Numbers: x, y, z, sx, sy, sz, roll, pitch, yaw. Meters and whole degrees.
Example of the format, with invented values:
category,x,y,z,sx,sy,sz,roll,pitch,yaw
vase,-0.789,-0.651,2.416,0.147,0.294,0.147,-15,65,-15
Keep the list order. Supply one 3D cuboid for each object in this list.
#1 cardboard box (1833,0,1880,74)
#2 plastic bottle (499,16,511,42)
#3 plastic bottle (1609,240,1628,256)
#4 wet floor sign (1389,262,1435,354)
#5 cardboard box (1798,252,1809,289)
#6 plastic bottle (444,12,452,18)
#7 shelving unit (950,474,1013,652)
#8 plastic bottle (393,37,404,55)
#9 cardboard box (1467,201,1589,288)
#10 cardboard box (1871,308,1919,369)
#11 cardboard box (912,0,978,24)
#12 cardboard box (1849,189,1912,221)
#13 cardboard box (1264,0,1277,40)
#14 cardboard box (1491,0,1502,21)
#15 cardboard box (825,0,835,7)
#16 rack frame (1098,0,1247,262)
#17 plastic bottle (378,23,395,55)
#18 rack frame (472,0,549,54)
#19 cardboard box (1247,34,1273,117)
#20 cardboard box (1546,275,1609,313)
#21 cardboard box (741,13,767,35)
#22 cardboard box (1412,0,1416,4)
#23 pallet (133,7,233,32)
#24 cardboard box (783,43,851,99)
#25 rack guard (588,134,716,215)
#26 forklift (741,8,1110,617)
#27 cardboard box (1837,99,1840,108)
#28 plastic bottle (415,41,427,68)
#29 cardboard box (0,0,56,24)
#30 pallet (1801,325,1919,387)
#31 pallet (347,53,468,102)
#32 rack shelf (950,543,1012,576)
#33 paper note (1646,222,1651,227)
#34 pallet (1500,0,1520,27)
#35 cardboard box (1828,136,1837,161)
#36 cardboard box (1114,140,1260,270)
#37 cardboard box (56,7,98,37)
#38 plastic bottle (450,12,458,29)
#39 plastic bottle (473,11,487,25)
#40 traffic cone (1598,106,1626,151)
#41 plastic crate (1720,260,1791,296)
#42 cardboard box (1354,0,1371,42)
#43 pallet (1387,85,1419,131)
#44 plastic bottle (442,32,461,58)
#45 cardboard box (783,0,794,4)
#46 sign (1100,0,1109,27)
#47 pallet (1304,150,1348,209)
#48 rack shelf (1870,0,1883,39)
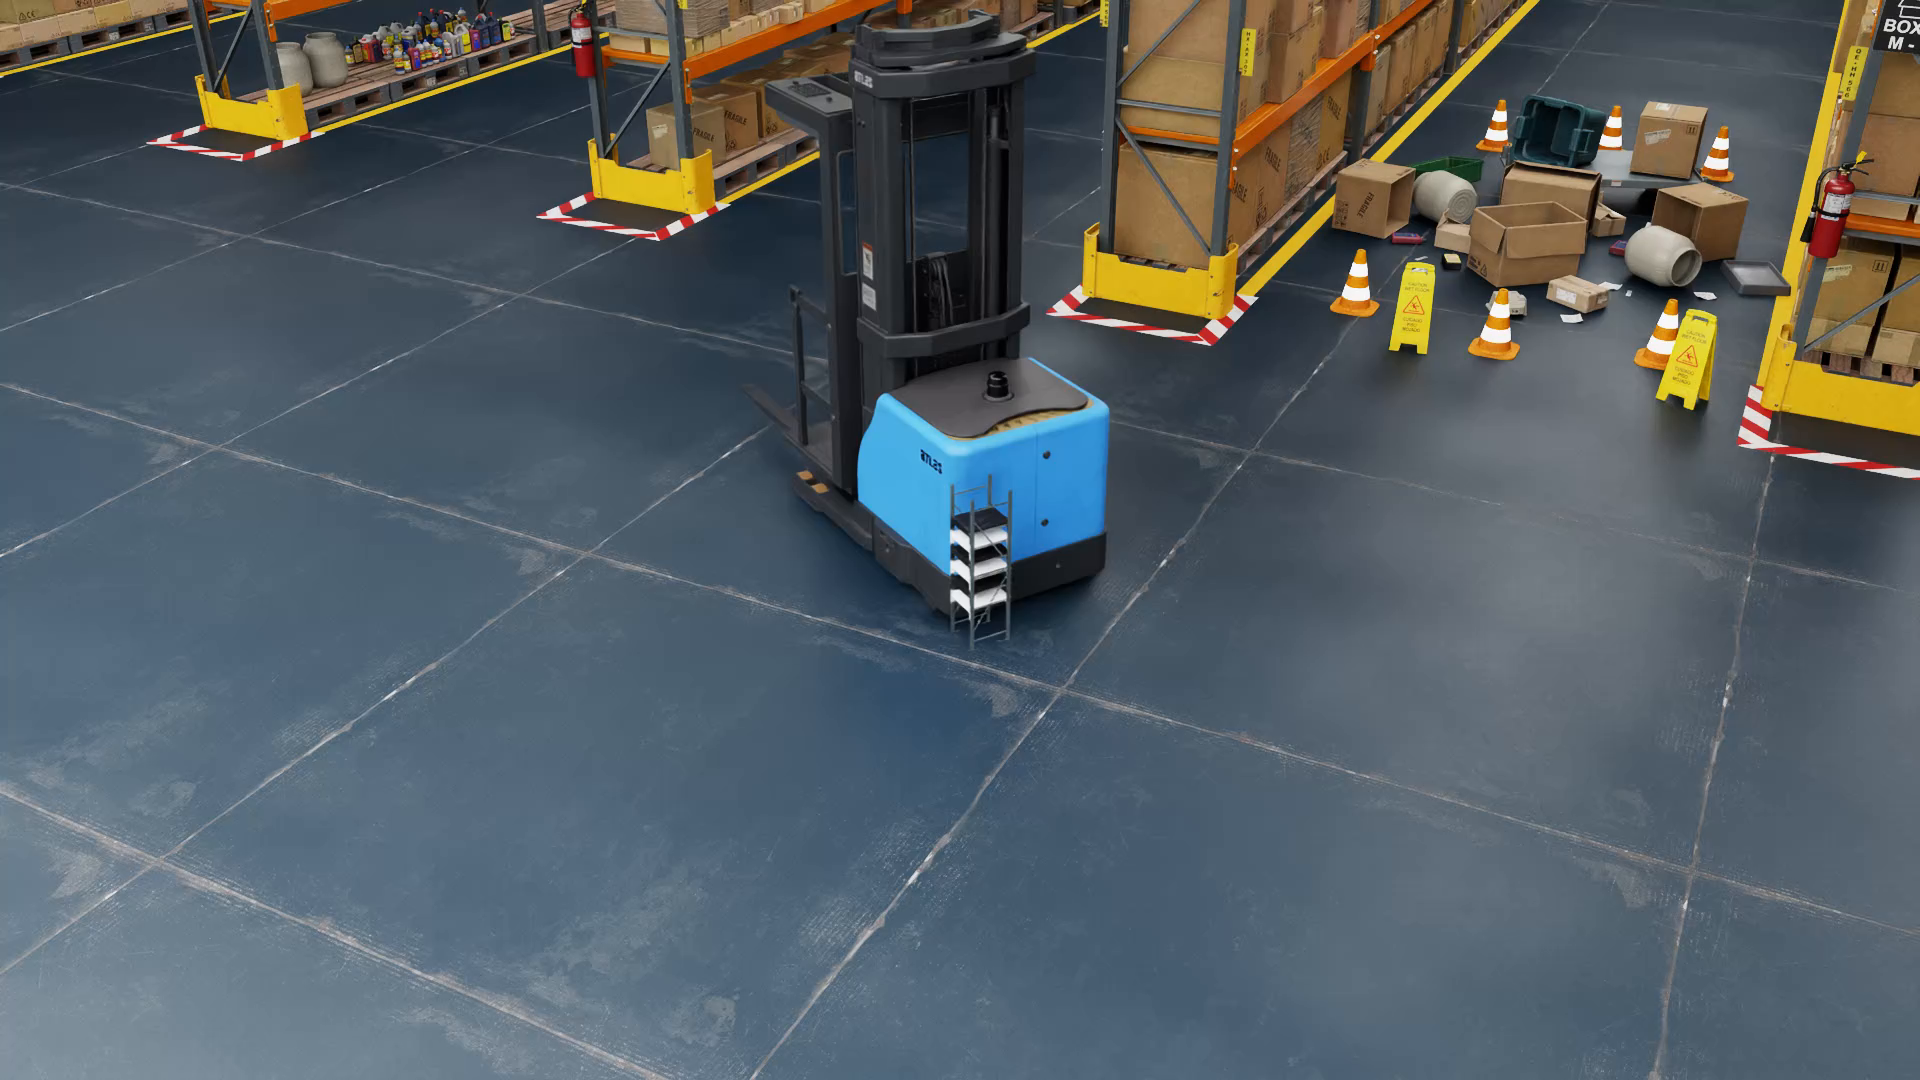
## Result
category,x,y,z,sx,sy,sz,roll,pitch,yaw
cardboard box,6.422,-3.464,11.368,0.700,0.500,0.500,14,33,23
plastic bottle,-5.329,-5.980,19.437,0.061,0.283,0.133,16,34,26
plastic bottle,5.570,-2.463,13.977,0.133,0.061,0.283,21,36,32
wet floor sign,3.302,-1.706,12.072,0.267,0.644,0.232,9,31,15
cardboard box,6.373,-2.072,11.932,0.500,0.500,0.500,16,33,25
plastic bottle,-6.062,-6.074,19.608,0.152,0.276,0.135,16,33,25
shelving unit,0.107,0.125,8.629,0.258,0.900,0.210,-16,33,-25
plastic bottle,-6.378,-5.606,18.869,0.097,0.201,0.097,0,30,0
cardboard box,4.552,-2.381,13.391,0.797,0.503,0.637,-7,31,-11
cardboard box,6.619,-1.395,11.507,0.500,0.250,0.500,14,33,23
cardboard box,-0.207,-5.961,19.187,0.700,0.500,0.500,11,32,19
cardboard box,5.985,-2.216,10.849,0.380,0.149,0.250,15,33,25
cardboard box,1.925,-4.142,12.716,0.875,0.550,0.550,14,33,23
cardboard box,6.435,-6.767,20.611,0.500,0.500,0.500,14,33,22
cardboard box,-1.444,-5.318,16.251,0.380,0.149,0.250,14,33,23
rack frame,1.553,-3.189,12.290,1.000,3.000,0.127,14,33,23
plastic bottle,-6.505,-5.679,18.846,0.144,0.351,0.185,16,33,25
rack frame,-5.404,-7.255,19.372,1.000,3.000,0.127,14,33,23
cardboard box,1.912,-3.677,12.991,0.875,0.550,0.550,14,33,23
cardboard box,4.804,-1.913,12.932,0.250,0.149,0.380,-18,34,-28
cardboard box,-2.001,-4.761,15.280,0.380,0.149,0.250,14,33,23
cardboard box,4.313,-5.622,16.428,0.500,0.500,0.500,14,33,23
pallet,-10.211,-6.829,21.429,1.003,0.211,1.213,14,33,23
cardboard box,-1.467,-4.806,17.195,0.500,0.500,0.500,-26,39,-37
rack guard,-2.782,-3.308,15.009,1.175,0.500,0.348,14,33,23
forklift,-0.385,-1.556,9.517,1.130,2.935,3.031,-17,34,-27
cardboard box,9.383,-4.451,16.706,0.950,0.372,0.625,12,32,20
plastic bottle,-5.966,-5.375,18.395,0.097,0.271,0.097,0,30,0
cardboard box,-10.965,-6.332,19.350,0.500,0.500,0.500,14,33,23
pallet,6.441,-1.287,11.779,1.003,0.211,1.213,14,33,23
pallet,-6.301,-5.215,18.619,1.003,0.211,1.213,14,33,23
rack shelf,0.107,0.075,8.601,0.258,0.077,0.200,-16,33,-25
paper note,6.067,-2.748,14.505,0.148,0.019,0.142,14,33,23
pallet,6.666,-6.954,21.647,1.003,0.211,1.213,14,33,23
cardboard box,6.975,-3.010,12.914,0.380,0.149,0.250,16,33,25
cardboard box,1.803,-2.765,13.264,0.875,0.875,0.875,14,33,24
cardboard box,-10.739,-6.229,19.924,0.500,0.250,0.500,14,33,23
plastic bottle,-5.967,-6.053,19.564,0.061,0.283,0.133,14,33,23
plastic bottle,-5.569,-5.979,19.368,0.144,0.351,0.185,14,33,23
traffic cone,6.388,-4.006,16.262,0.336,0.463,0.334,14,33,23
plastic crate,6.382,-2.108,13.340,0.402,0.080,0.583,4,30,6
cardboard box,3.217,-4.861,15.051,0.875,0.550,0.550,14,33,23
pallet,4.214,-4.655,17.643,1.003,0.211,1.213,14,33,23
plastic bottle,-5.753,-5.615,18.809,0.152,0.276,0.135,15,33,24
cardboard box,-1.916,-5.448,15.826,0.875,0.500,0.500,14,33,23
sign,1.076,-3.923,12.168,0.100,0.325,0.005,14,33,23
pallet,2.959,-3.433,15.517,1.003,0.211,1.213,14,33,23
rack shelf,6.916,-3.986,11.389,1.077,0.370,4.000,14,33,23
